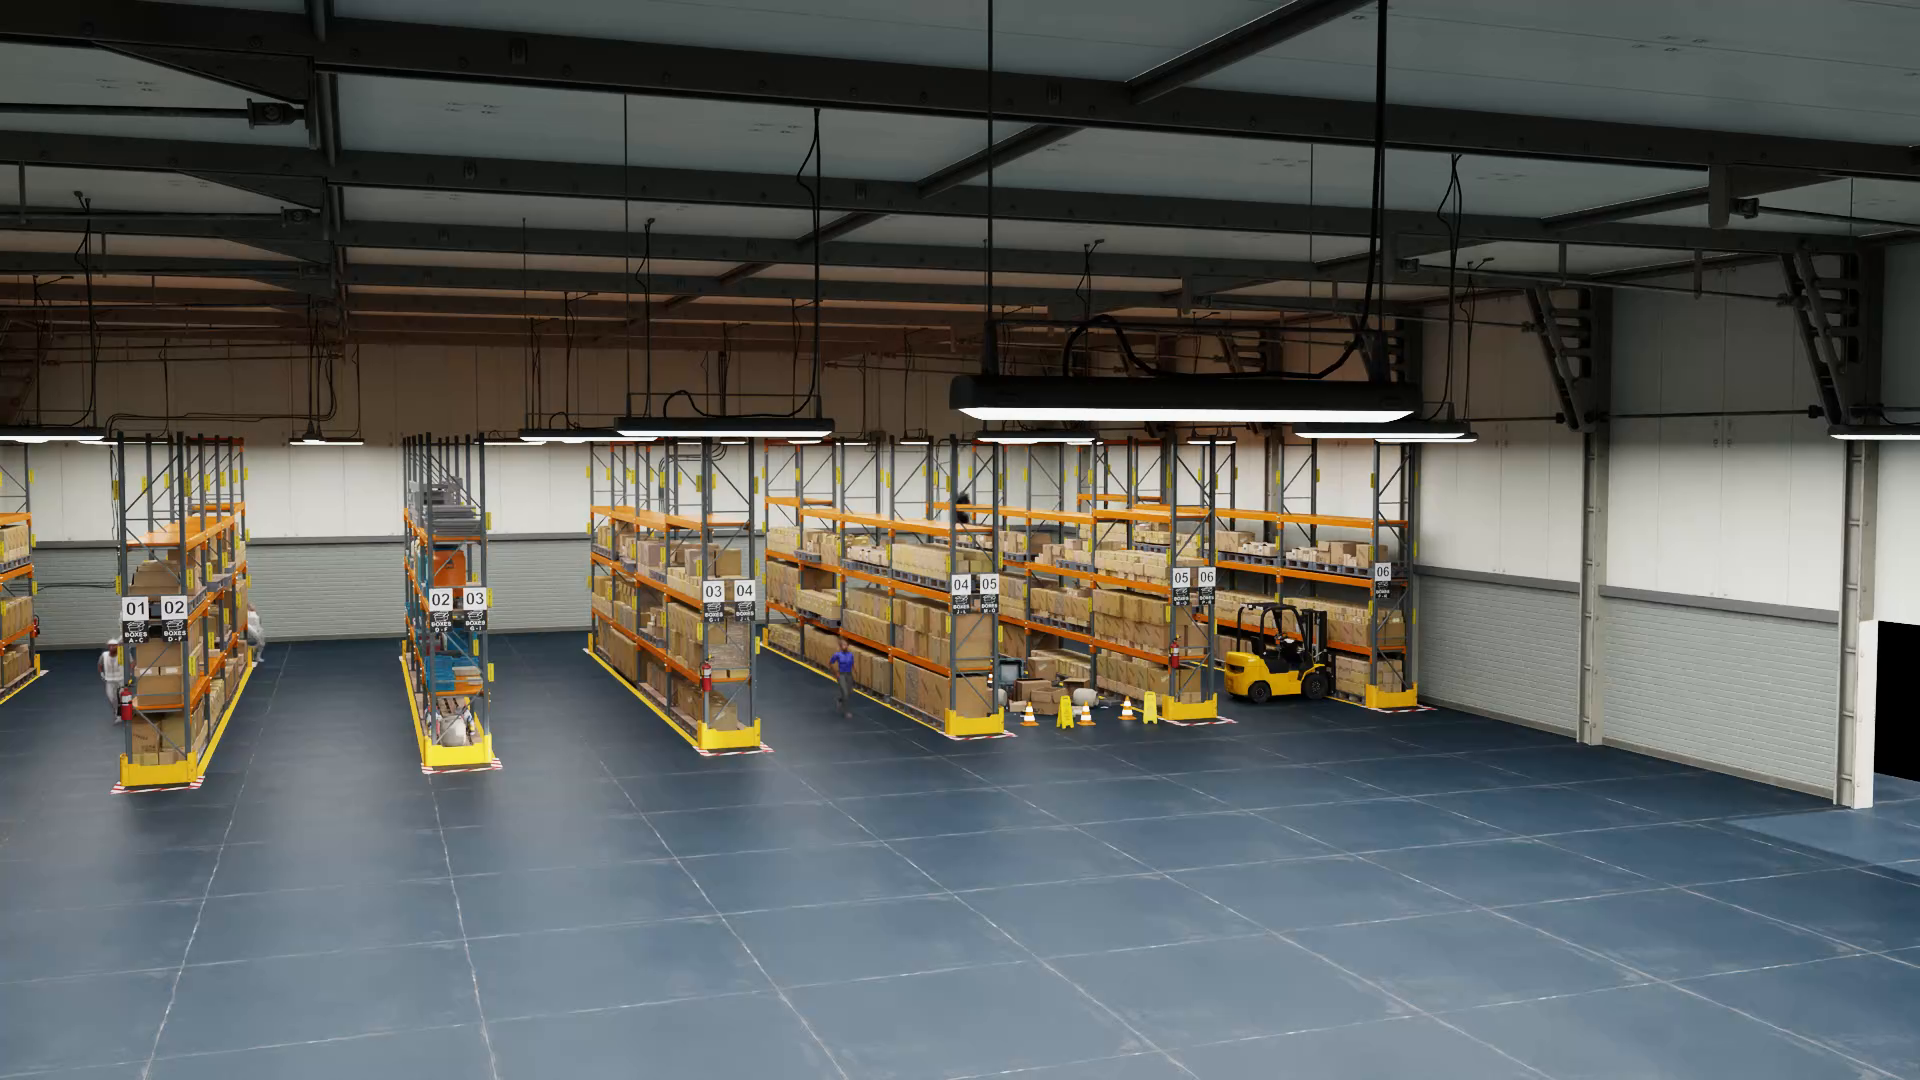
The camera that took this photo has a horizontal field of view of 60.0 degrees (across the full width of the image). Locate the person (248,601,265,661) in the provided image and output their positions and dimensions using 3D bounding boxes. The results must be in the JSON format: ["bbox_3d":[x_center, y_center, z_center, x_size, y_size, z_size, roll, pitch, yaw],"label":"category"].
[{"bbox_3d":[-18.875,2.450,44.508,0.481,1.651,0.672,0,3,-6],"label":"person"}]

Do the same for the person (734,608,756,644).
[{"bbox_3d":[-5.912,2.339,45.729,0.638,1.784,0.777,-1,3,-13],"label":"person"}]

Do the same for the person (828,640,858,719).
[{"bbox_3d":[-2.487,2.962,35.461,0.578,1.636,0.769,-2,4,-33],"label":"person"}]

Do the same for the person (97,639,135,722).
[{"bbox_3d":[-17.651,2.933,34.762,0.698,1.733,0.592,-1,3,-14],"label":"person"}]
